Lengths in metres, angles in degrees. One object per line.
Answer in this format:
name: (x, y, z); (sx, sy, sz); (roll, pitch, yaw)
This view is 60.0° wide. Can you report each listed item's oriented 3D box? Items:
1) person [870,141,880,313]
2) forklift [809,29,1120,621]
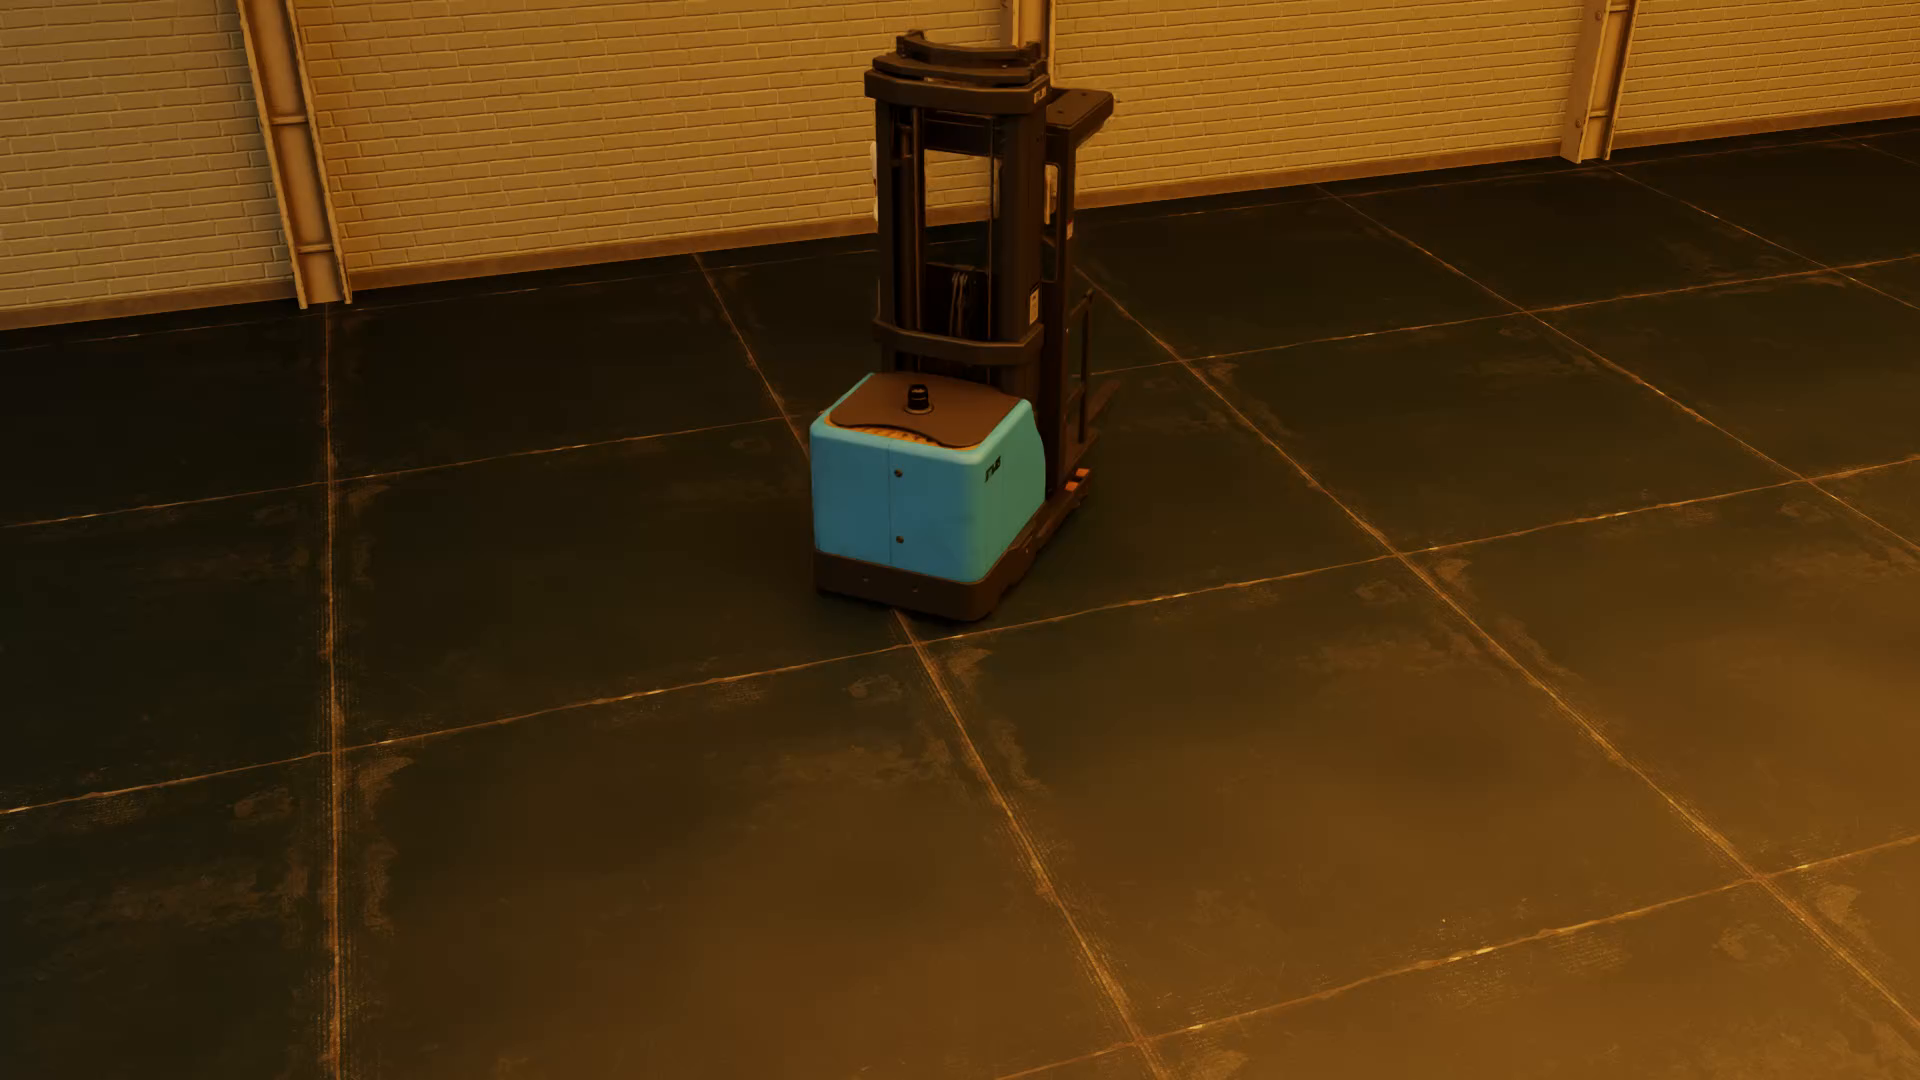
person: (-0.448, -2.367, 12.368); (0.370, 1.771, 0.564); (-9, 31, -15)
forklift: (0.205, -1.543, 9.768); (1.130, 2.935, 3.031); (12, 32, 20)
